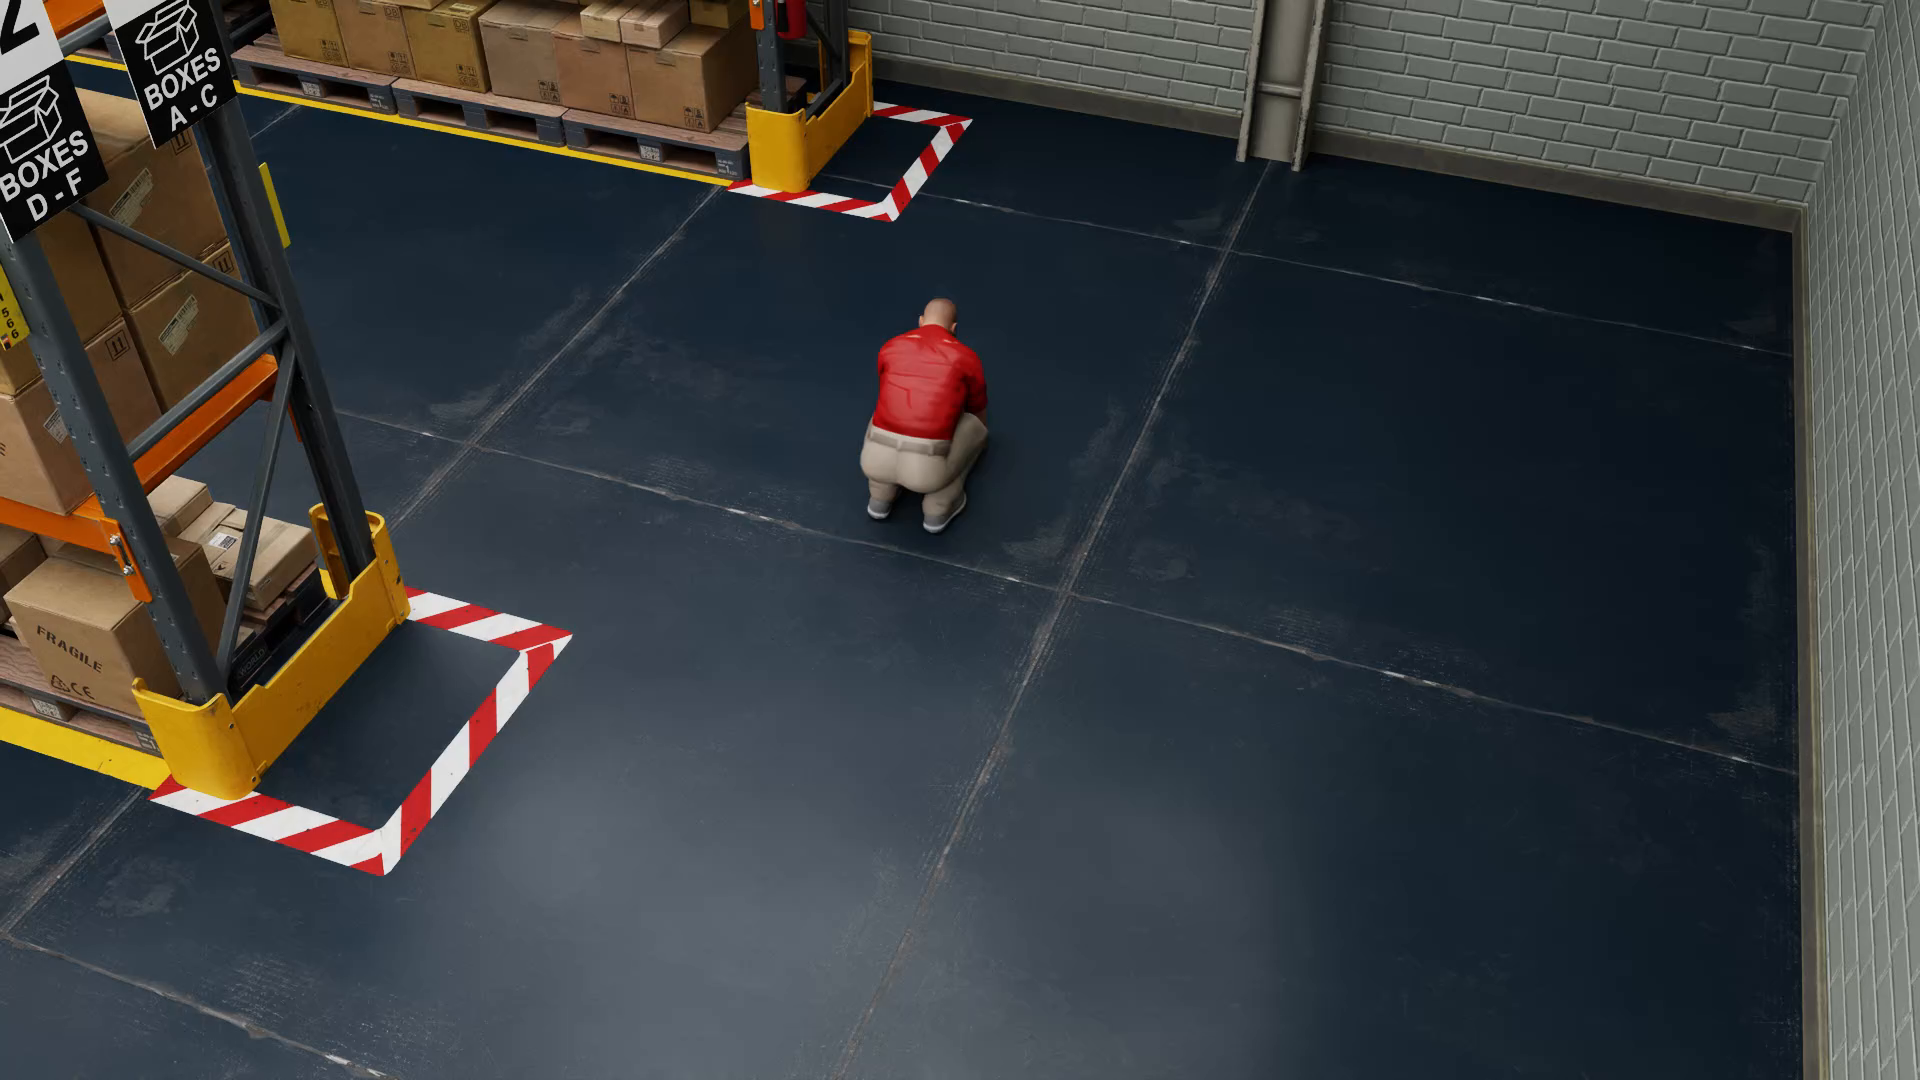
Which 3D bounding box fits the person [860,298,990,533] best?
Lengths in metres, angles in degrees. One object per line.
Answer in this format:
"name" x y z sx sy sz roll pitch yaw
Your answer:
"person" -0.157 -0.528 7.529 0.546 0.851 0.882 13 43 15
